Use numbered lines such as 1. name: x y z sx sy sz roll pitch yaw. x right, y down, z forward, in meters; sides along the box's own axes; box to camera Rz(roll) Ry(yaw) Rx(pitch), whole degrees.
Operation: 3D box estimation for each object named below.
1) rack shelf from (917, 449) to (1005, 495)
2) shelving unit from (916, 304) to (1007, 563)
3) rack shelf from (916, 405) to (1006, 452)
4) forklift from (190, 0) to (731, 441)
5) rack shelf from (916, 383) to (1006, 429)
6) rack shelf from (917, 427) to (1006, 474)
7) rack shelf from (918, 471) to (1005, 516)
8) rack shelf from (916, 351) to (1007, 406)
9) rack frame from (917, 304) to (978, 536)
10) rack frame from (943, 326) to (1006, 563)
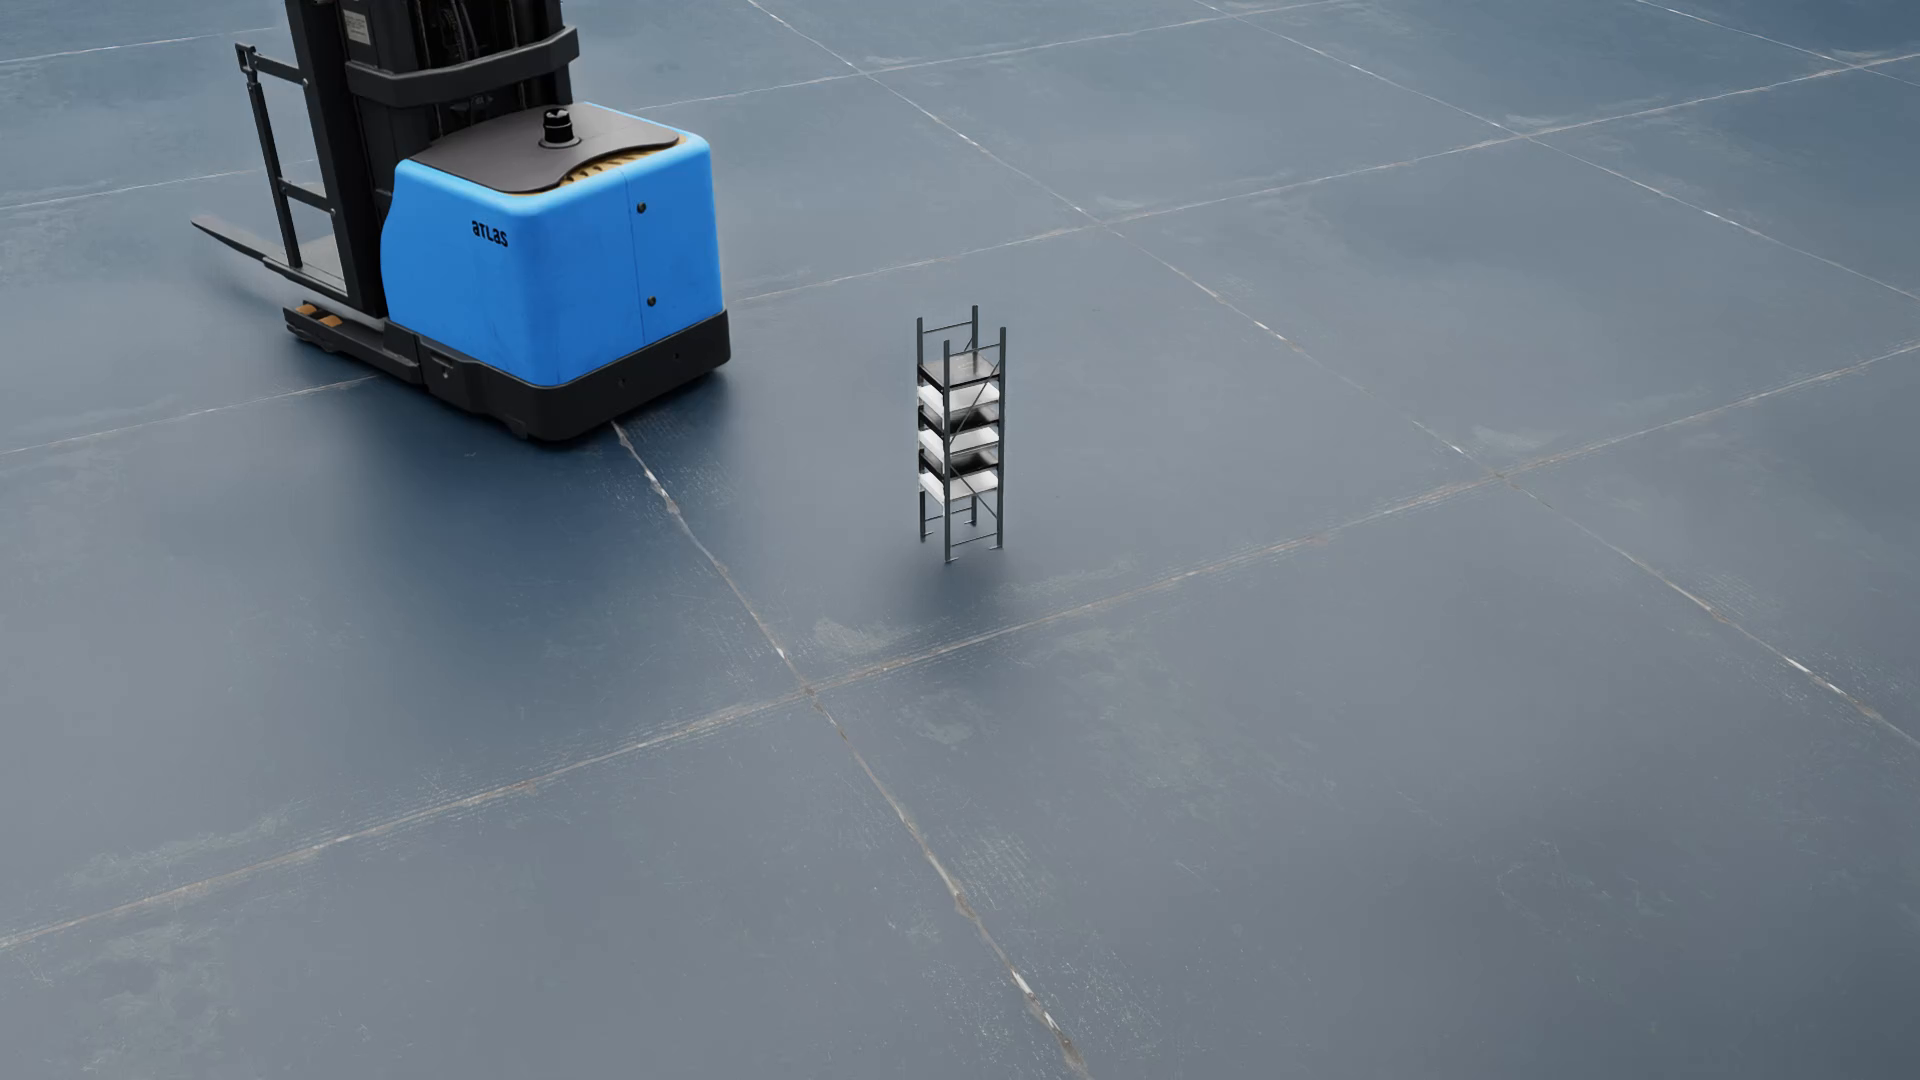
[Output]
1. rack shelf: 0.004 -0.271 6.068 0.258 0.077 0.200 -16 36 -23
2. shelving unit: 0.004 -0.375 6.001 0.258 0.900 0.210 -16 36 -23
3. rack shelf: 0.004 -0.423 5.971 0.258 0.077 0.200 -16 36 -23
4. forklift: -2.482 -2.285 7.100 3.031 2.935 1.130 23 39 32
5. rack shelf: 0.004 -0.499 5.922 0.258 0.077 0.200 -16 36 -23
6. rack shelf: 0.004 -0.347 6.019 0.258 0.077 0.200 -16 36 -23
7. rack shelf: 0.004 -0.195 6.116 0.258 0.077 0.200 -16 36 -23
8. rack shelf: 0.004 -0.574 5.874 0.258 0.077 0.200 -16 36 -23
9. rack frame: -0.044 -0.424 6.077 0.240 0.900 0.006 -16 36 -23
10. rack frame: 0.051 -0.327 5.925 0.240 0.900 0.006 -16 36 -23
